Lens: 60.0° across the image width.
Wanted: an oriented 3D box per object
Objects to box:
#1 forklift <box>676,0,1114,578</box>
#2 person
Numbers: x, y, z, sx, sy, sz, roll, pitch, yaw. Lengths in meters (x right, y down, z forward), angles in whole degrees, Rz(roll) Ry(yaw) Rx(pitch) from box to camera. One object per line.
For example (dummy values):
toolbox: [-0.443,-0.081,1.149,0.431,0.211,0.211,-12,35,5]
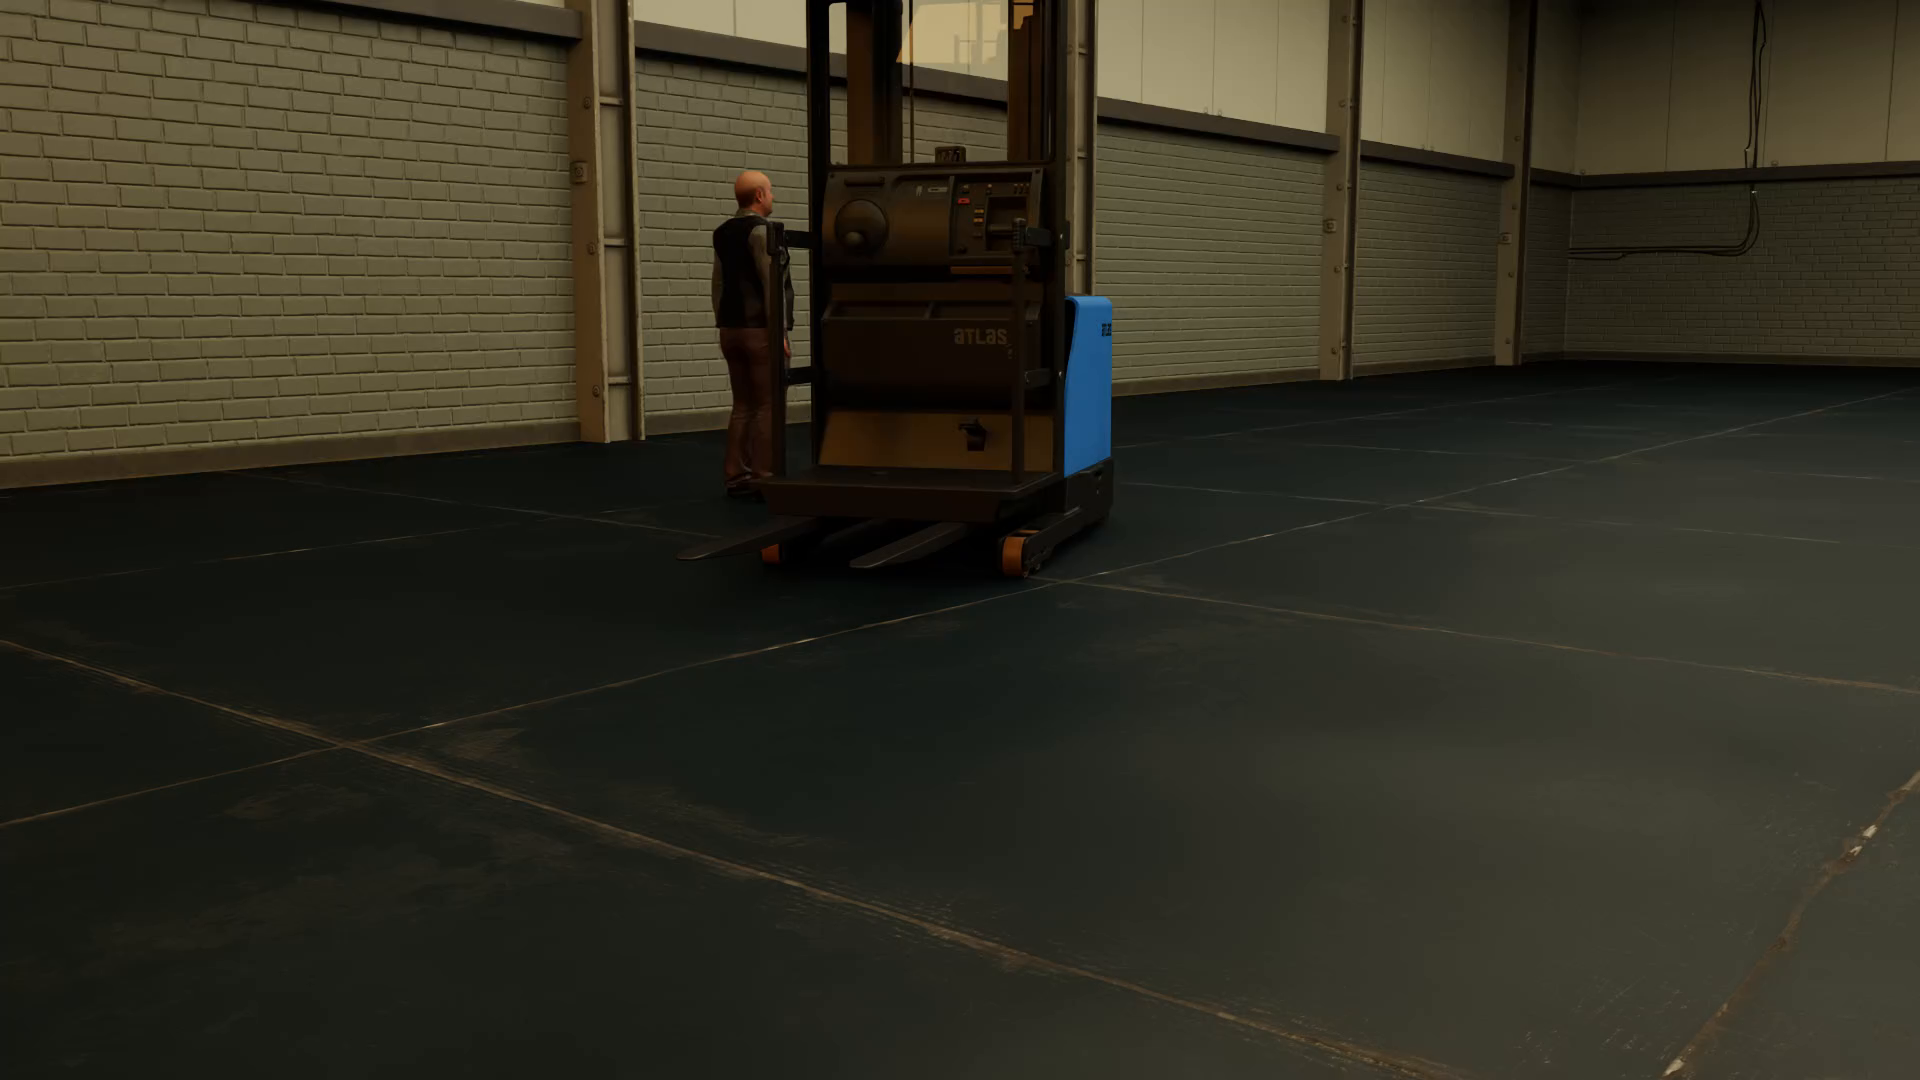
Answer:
forklift: [-0.176,-1.366,6.616,1.130,2.935,3.031,3,9,17]
person: [-1.079,-1.076,8.815,0.356,1.725,0.544,-8,11,-43]
